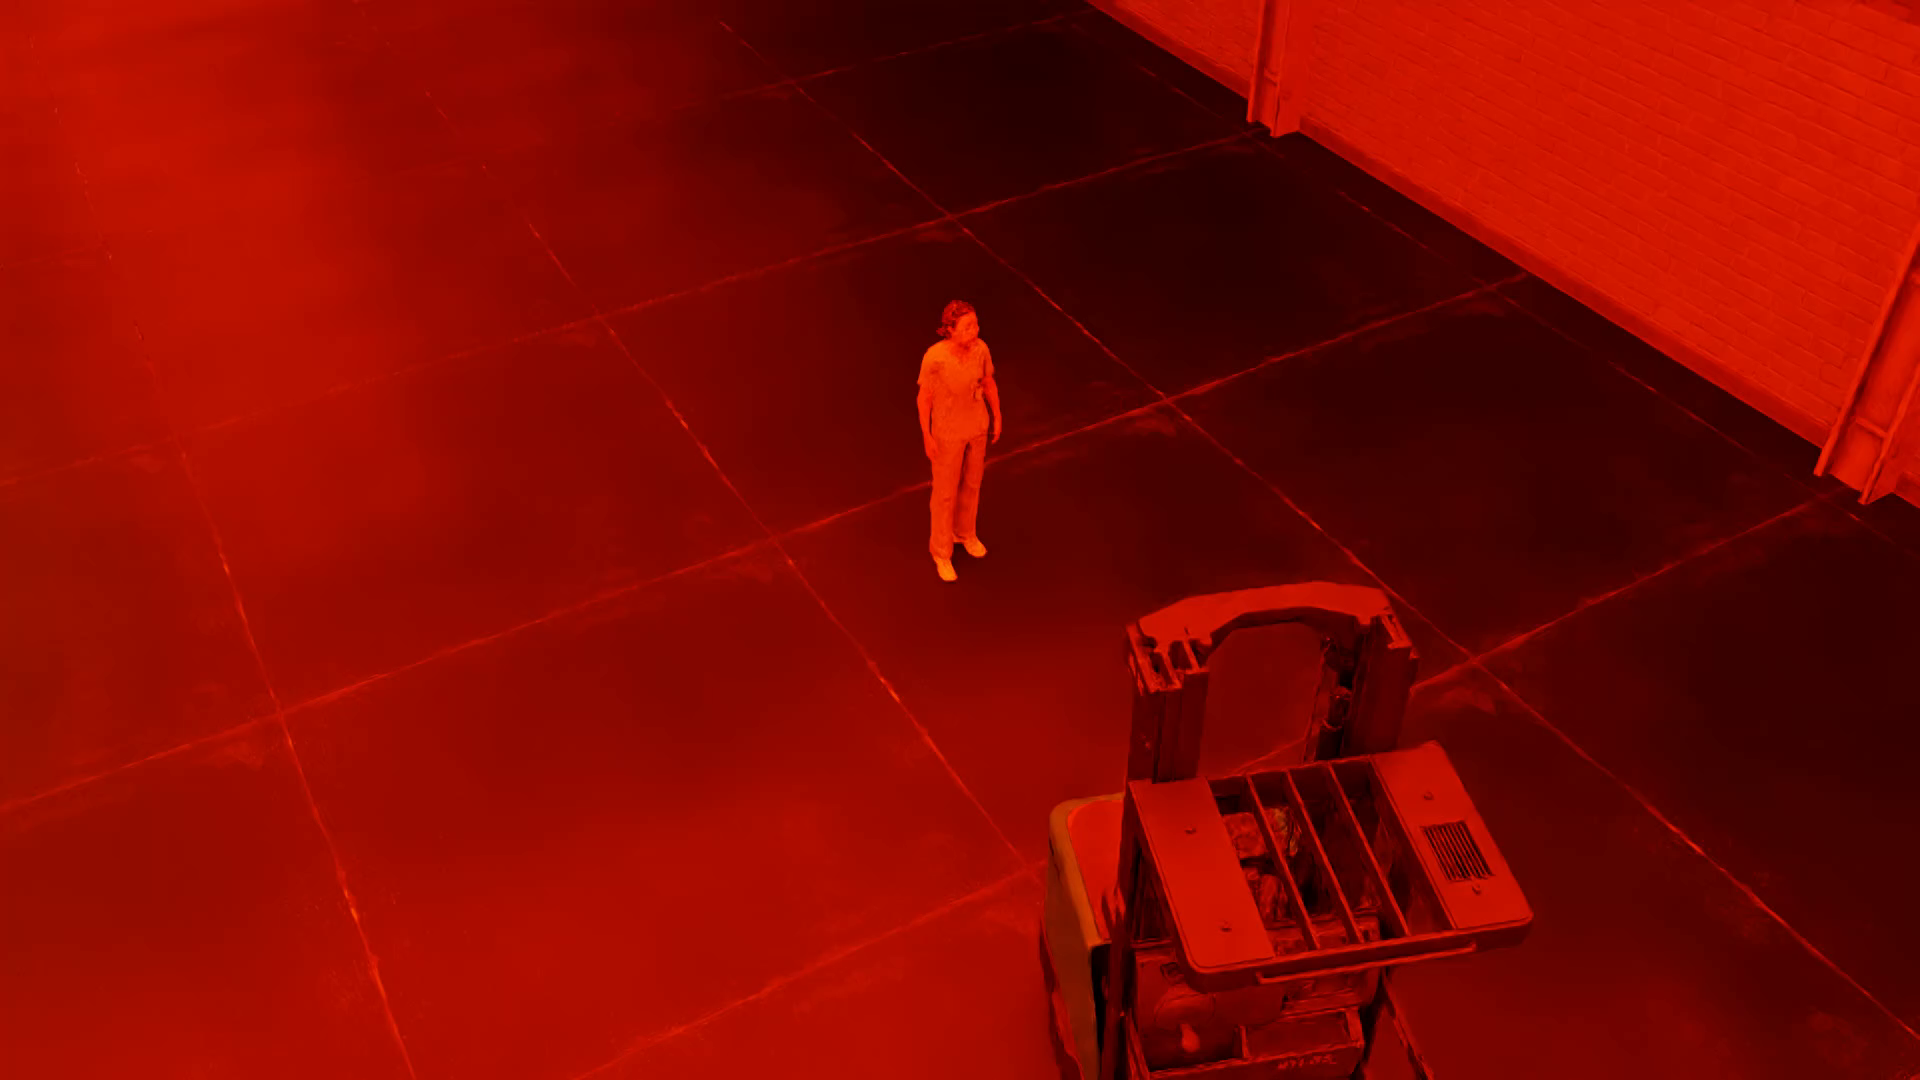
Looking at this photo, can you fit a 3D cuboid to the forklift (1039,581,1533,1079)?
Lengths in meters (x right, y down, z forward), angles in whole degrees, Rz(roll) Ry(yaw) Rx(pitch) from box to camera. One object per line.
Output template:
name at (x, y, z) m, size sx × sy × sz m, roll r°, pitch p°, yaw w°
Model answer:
forklift at (1.140, 1.717, 5.967) m, size 1.130 × 2.935 × 3.031 m, roll -7°, pitch 40°, yaw -8°

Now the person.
person at (0.031, -0.591, 9.738) m, size 0.550 × 1.652 × 0.526 m, roll -20°, pitch 44°, yaw -23°
